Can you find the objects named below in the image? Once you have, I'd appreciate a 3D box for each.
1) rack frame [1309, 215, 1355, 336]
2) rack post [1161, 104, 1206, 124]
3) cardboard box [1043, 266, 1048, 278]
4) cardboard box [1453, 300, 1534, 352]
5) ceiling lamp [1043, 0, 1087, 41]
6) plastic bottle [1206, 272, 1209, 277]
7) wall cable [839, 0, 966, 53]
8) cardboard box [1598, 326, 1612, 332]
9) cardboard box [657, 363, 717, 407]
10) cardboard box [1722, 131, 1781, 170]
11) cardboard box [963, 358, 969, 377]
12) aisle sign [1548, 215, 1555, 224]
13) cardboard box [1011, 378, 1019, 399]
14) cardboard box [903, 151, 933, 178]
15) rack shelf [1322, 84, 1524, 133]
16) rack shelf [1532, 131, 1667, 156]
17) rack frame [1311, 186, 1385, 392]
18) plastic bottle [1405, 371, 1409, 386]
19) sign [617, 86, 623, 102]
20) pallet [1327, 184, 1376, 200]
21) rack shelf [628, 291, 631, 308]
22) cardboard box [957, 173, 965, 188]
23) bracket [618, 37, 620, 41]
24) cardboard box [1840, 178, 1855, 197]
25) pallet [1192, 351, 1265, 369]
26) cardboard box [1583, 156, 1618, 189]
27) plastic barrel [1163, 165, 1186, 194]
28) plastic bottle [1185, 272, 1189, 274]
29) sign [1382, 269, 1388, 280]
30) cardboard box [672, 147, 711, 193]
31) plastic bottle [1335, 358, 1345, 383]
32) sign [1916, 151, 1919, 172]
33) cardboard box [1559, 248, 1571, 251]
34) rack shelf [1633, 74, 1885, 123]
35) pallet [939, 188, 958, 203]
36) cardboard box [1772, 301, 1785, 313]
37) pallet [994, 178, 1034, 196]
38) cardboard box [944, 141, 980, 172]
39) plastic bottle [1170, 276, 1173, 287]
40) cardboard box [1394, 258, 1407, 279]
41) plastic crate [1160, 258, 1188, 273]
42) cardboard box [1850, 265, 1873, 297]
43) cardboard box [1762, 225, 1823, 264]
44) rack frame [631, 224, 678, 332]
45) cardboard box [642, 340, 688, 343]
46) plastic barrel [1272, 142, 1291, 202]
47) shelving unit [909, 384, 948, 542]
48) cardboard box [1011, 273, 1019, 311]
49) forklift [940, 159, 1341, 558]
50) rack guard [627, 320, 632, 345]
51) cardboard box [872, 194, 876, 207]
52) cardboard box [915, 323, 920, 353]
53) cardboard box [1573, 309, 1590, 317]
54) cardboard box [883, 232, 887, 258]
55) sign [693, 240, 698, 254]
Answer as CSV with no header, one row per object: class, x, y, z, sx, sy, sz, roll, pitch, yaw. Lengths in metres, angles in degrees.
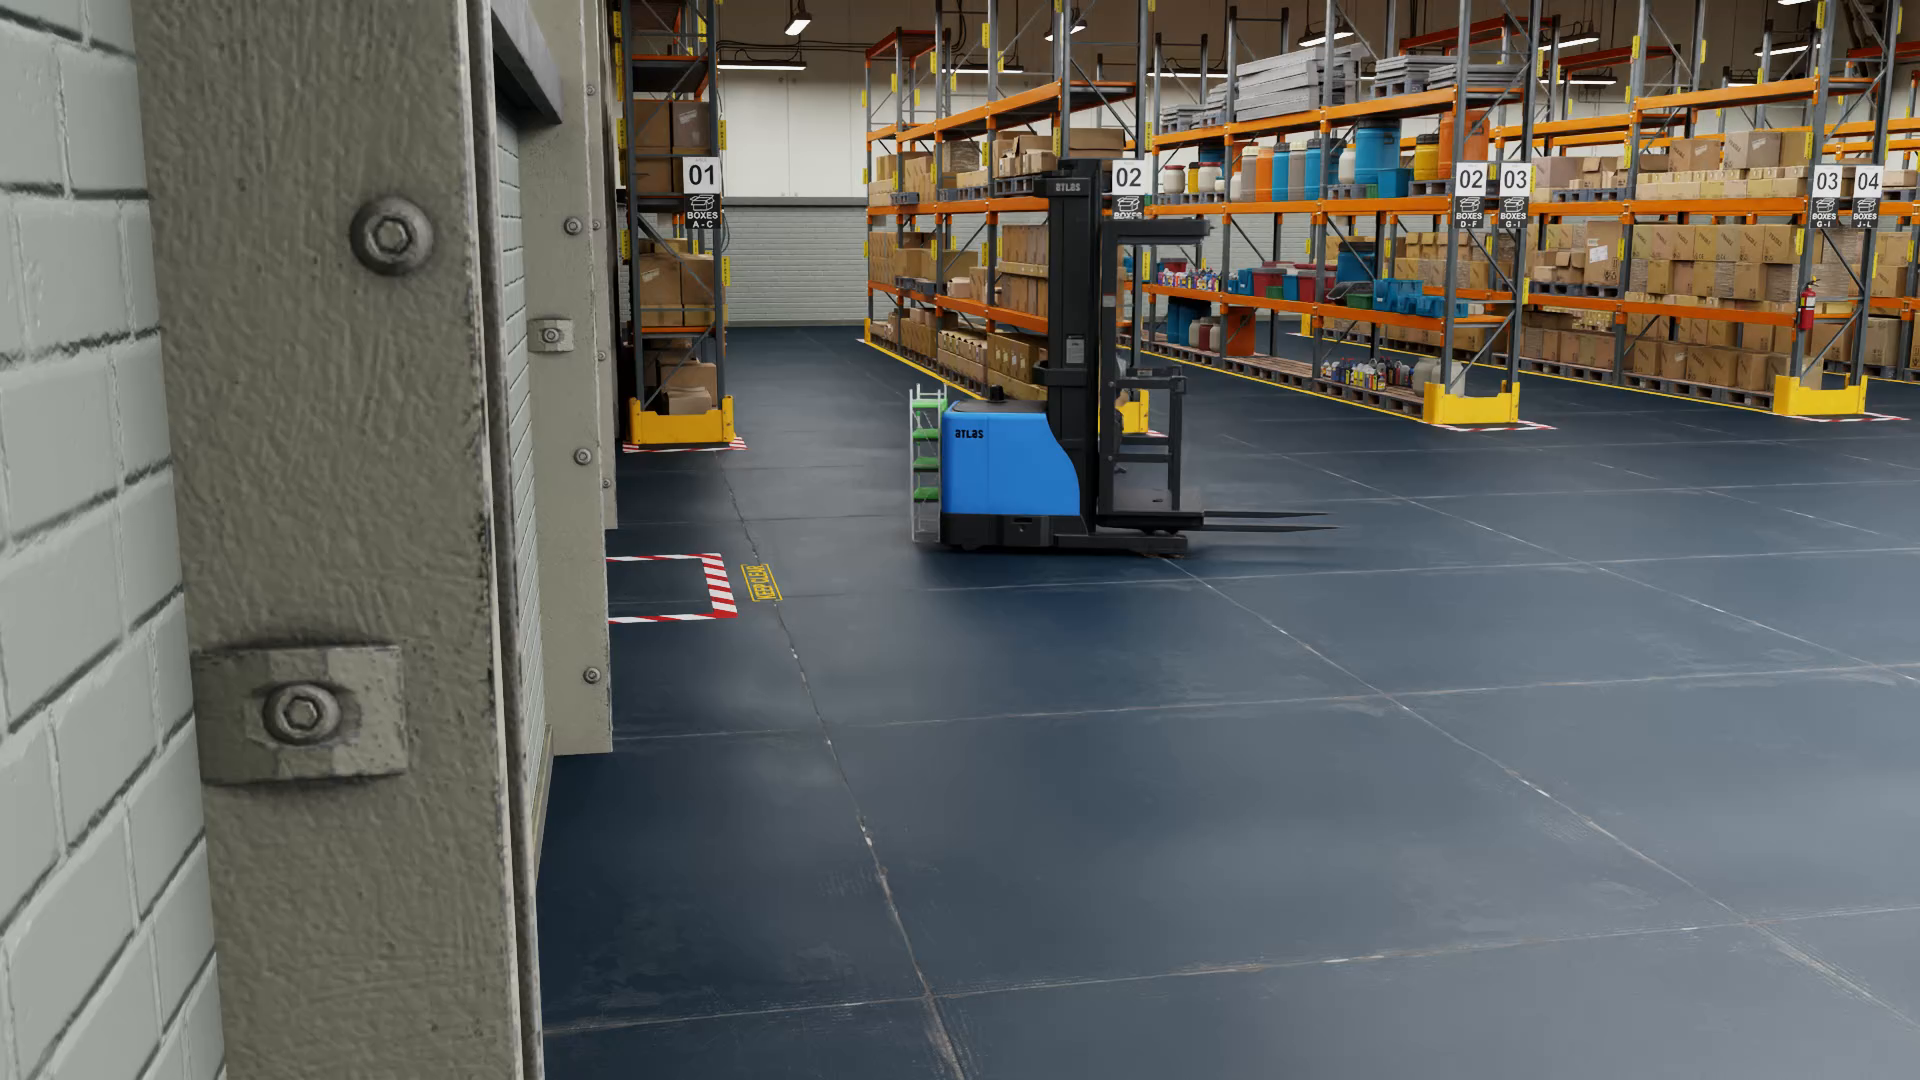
rack frame,8.272,-6.076,37.095,1.000,3.000,0.127,-2,11,-11
rack post,4.325,-7.916,30.923,0.937,0.300,0.954,-2,11,-12
cardboard box,1.256,-3.354,20.791,0.380,0.149,0.250,-2,11,-10
cardboard box,9.714,-3.898,30.215,1.225,0.875,0.875,-3,11,-14
ceiling lamp,2.146,-10.742,29.953,0.800,3.185,2.000,-2,11,-11
plastic bottle,4.636,-4.871,31.109,0.097,0.271,0.097,0,11,0
wall cable,-1.365,-12.934,39.714,3.097,2.526,0.112,-2,11,-11
cardboard box,13.524,-4.369,34.631,0.380,0.149,0.250,-2,11,-10
cardboard box,-3.443,-1.960,20.981,0.700,0.500,0.500,-3,11,-15
cardboard box,10.834,-5.331,22.758,0.500,0.500,0.500,-2,11,-11
cardboard box,0.326,-2.623,25.185,0.500,0.250,0.500,-2,11,-10
aisle sign,13.437,-7.539,37.830,0.394,0.787,0.004,-2,11,-11
cardboard box,0.968,-1.999,21.910,0.500,0.250,0.500,-2,11,-11
cardboard box,-0.800,-7.084,31.430,0.700,0.500,0.500,-2,11,-11
rack shelf,6.136,-5.725,22.202,1.077,0.370,4.000,-2,11,-11
rack shelf,13.546,-8.463,35.525,1.077,0.370,4.000,-2,11,-11
rack frame,5.747,-3.695,24.586,1.000,3.000,0.127,-2,11,-11
plastic bottle,6.333,-2.283,23.478,0.097,0.201,0.097,0,11,0
sign,-6.850,-9.000,33.493,0.100,0.325,0.005,-2,11,-11
pallet,5.984,-4.947,23.646,1.213,0.211,1.003,-2,11,-11
rack shelf,-5.137,-4.081,28.542,1.077,0.370,4.000,-2,11,-11
cardboard box,0.253,-5.774,26.765,0.500,0.250,0.500,-3,11,-15
bracket,-6.745,-10.175,32.964,0.076,0.066,4.783,-2,11,-11
cardboard box,11.544,-4.639,21.925,0.500,0.250,0.500,-2,11,-9
pallet,4.775,-3.202,29.452,1.003,0.211,1.213,-2,11,-11
cardboard box,10.427,-5.868,26.582,0.797,0.503,0.637,-2,11,-9
plastic barrel,4.048,-6.803,31.407,0.433,0.535,0.433,0,11,0
plastic bottle,4.237,-4.838,30.924,0.152,0.276,0.135,-2,11,-11
sign,6.289,-3.849,24.654,0.100,0.325,0.005,-2,11,-11
cardboard box,-3.012,-4.204,18.917,0.500,0.500,0.500,-2,11,-10
plastic bottle,5.497,-2.446,23.935,0.144,0.351,0.185,-2,11,-9
sign,14.960,-5.897,25.911,0.100,0.325,0.005,-2,11,-11
cardboard box,13.290,-6.060,35.948,0.500,0.500,0.500,-2,11,-12
rack shelf,10.995,-6.100,23.111,1.077,0.370,4.000,-2,11,-11
pallet,0.330,-5.508,26.597,1.213,0.211,1.003,-2,11,-8
cardboard box,11.078,-3.108,22.177,0.380,0.149,0.250,-2,11,-11
pallet,1.079,-4.790,22.554,1.003,0.211,1.213,-2,11,-11
cardboard box,0.031,-6.343,27.535,0.500,0.500,0.500,-2,11,-11
plastic bottle,3.994,-4.858,31.231,0.097,0.201,0.097,0,11,0
cardboard box,8.894,-5.298,32.740,0.500,0.500,0.500,-2,11,-11
plastic crate,4.264,-5.396,33.191,0.402,0.464,0.583,-2,11,-11
cardboard box,15.029,-4.264,27.311,0.500,0.500,0.500,-2,11,-12
cardboard box,11.034,-3.919,22.030,0.500,0.500,0.500,-2,11,-11
rack frame,-6.304,-5.535,34.256,1.000,3.000,0.127,-2,11,-11
cardboard box,-4.447,-2.737,25.064,0.700,0.500,0.500,-2,11,-11
plastic barrel,5.181,-5.740,25.967,0.600,0.901,0.708,-2,11,-11
shelving unit,-0.245,-0.622,13.248,0.258,1.200,0.503,1,11,5
cardboard box,1.089,-3.387,22.700,0.700,0.500,0.500,-2,11,-12
forklift,1.394,-1.406,12.745,3.031,2.935,1.130,1,11,5
rack guard,-6.309,-4.312,34.513,1.175,0.500,0.348,-2,11,-11
cardboard box,-1.511,-6.920,33.912,0.500,0.250,0.500,-2,11,-11
cardboard box,-0.511,-3.591,29.549,0.500,0.500,0.500,-3,11,-13
cardboard box,13.349,-4.845,35.541,0.380,0.149,0.250,-3,11,-14
cardboard box,-1.220,-5.792,32.665,0.500,0.500,0.500,-2,11,-11
sign,-4.218,-4.619,26.559,0.100,0.325,0.005,-2,11,-11
